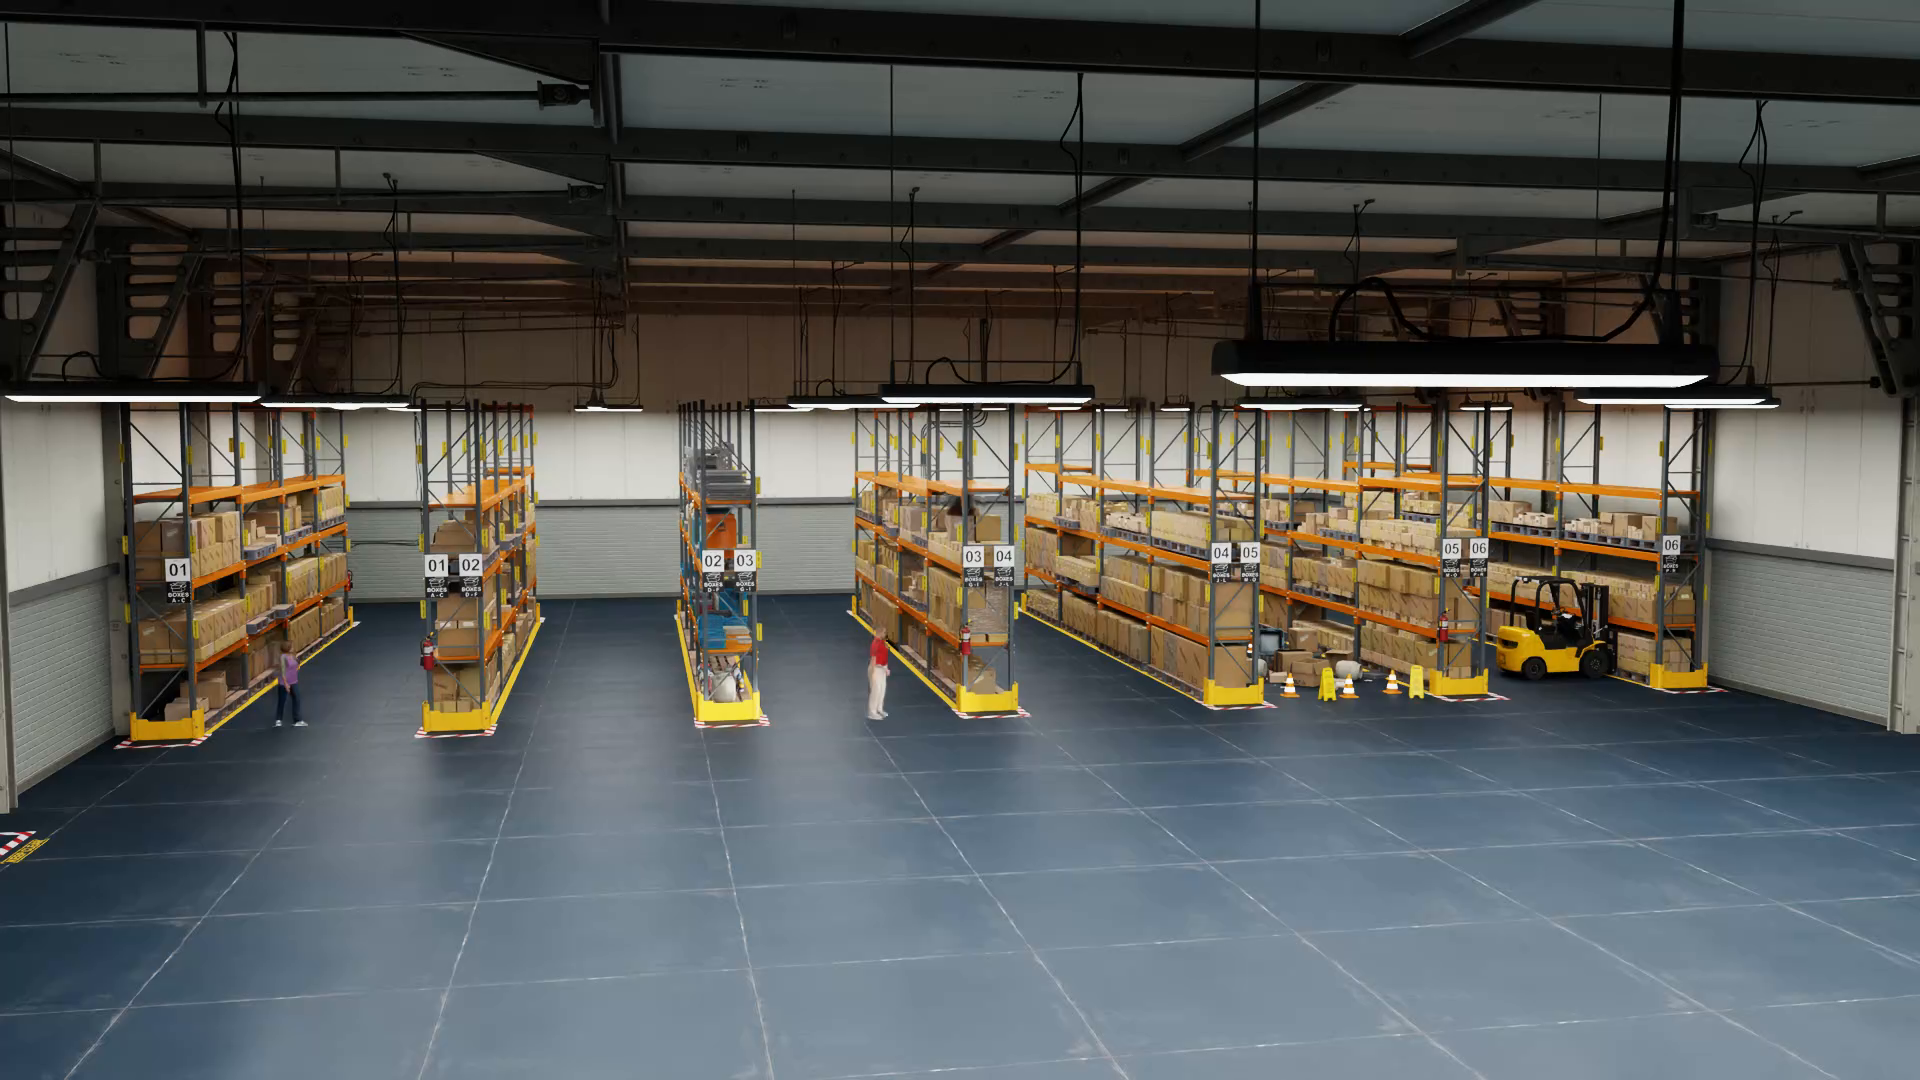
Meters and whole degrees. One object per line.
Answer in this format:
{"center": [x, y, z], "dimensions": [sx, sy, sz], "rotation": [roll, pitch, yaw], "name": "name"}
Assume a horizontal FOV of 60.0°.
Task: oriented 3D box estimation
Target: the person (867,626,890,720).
{"center": [-1.542, 2.497, 31.406], "dimensions": [0.394, 1.749, 0.574], "rotation": [1, 4, 11], "name": "person"}

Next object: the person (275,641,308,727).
{"center": [-12.303, 2.638, 30.440], "dimensions": [0.625, 1.584, 0.420], "rotation": [2, 5, 27], "name": "person"}

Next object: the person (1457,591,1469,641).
{"center": [11.603, 2.009, 38.406], "dimensions": [0.405, 1.681, 0.589], "rotation": [2, 5, 21], "name": "person"}
